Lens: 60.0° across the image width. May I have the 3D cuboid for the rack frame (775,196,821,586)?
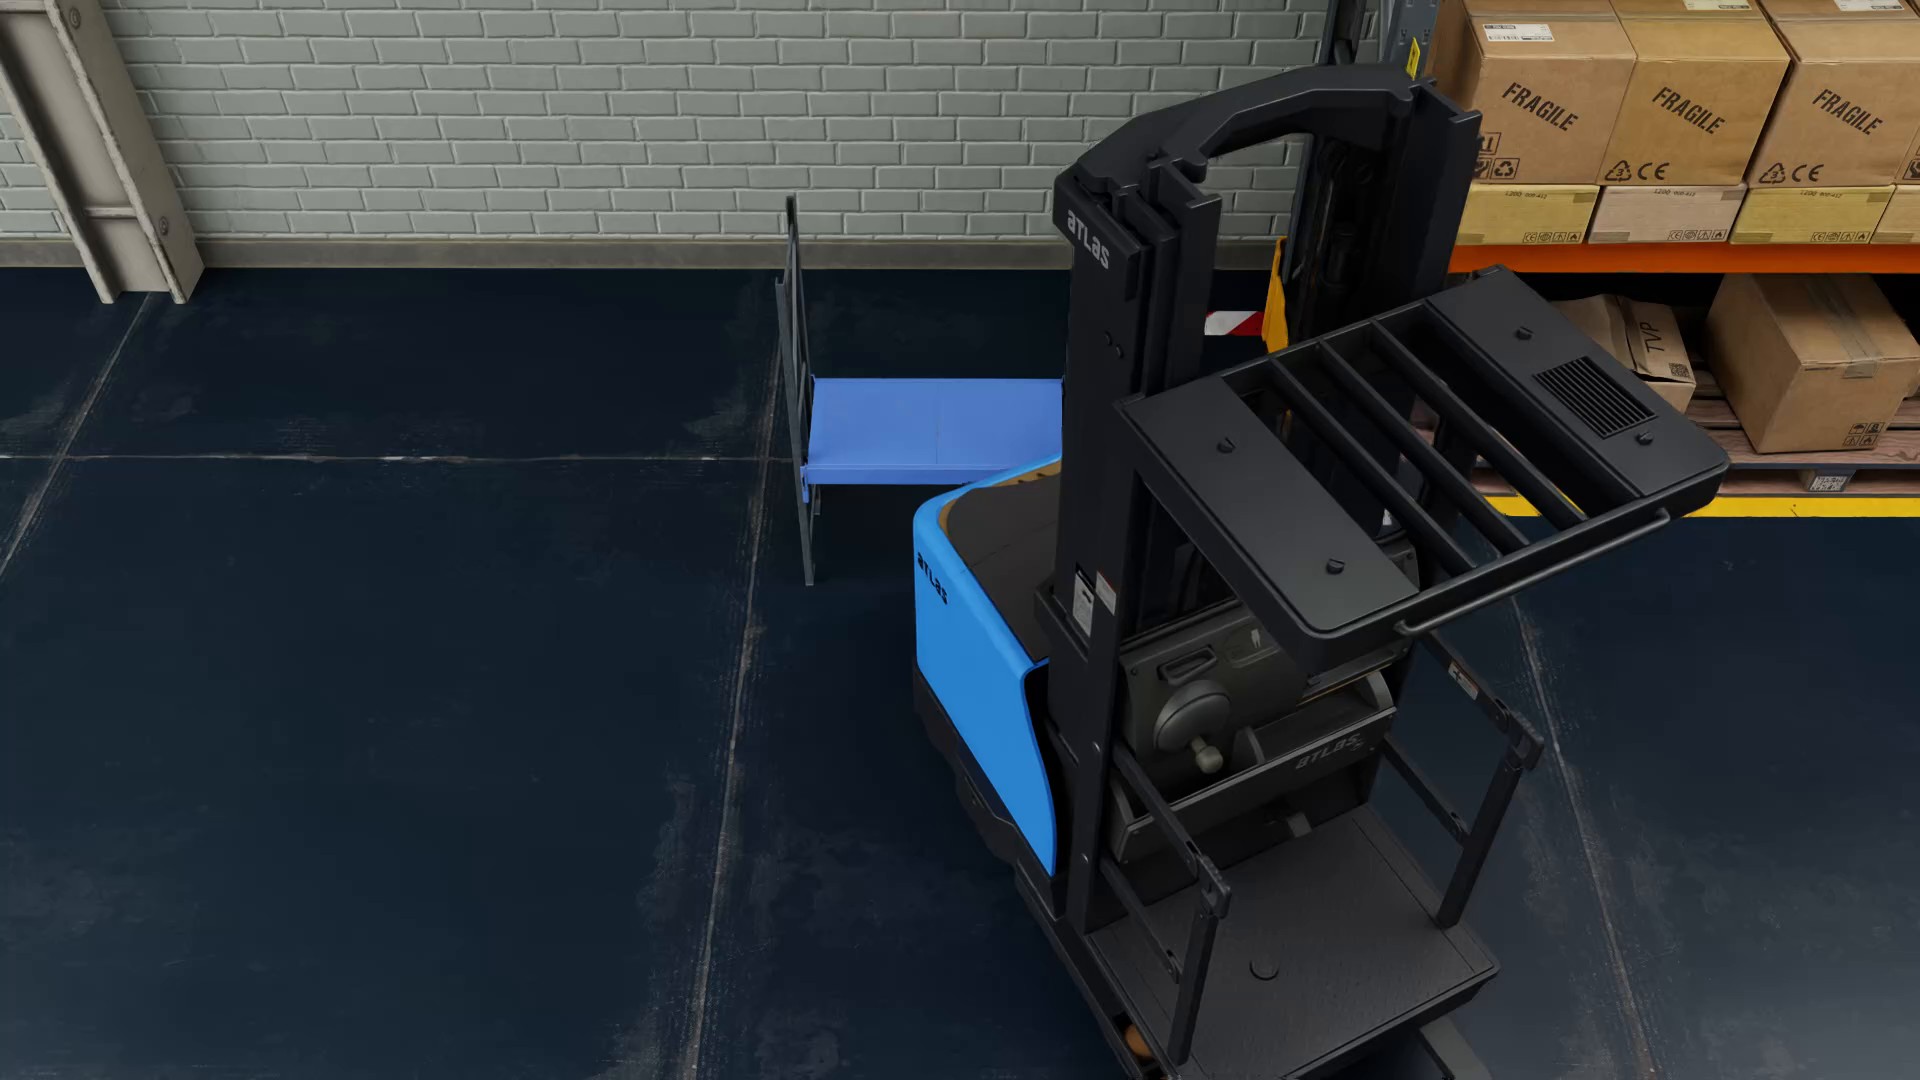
[{"bbox_3d":[-0.594,-0.513,6.203,0.032,1.500,0.500,0,47,0],"label":"rack frame"}]

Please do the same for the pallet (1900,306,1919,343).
[{"bbox_3d":[4.807,-0.610,7.173,1.213,0.211,1.003,0,47,0],"label":"pallet"}]

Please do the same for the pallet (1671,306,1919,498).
[{"bbox_3d":[3.584,-0.611,7.174,1.213,0.211,1.003,0,47,0],"label":"pallet"}]

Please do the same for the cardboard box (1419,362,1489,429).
[{"bbox_3d":[2.170,-0.761,6.945,0.500,0.311,0.500,-5,47,-4],"label":"cardboard box"}]

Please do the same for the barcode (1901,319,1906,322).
[{"bbox_3d":[4.009,-0.921,7.129,0.075,0.075,0.001,0,47,0],"label":"barcode"}]

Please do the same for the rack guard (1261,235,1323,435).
[{"bbox_3d":[1.555,-0.743,7.100,0.348,0.500,1.175,0,47,0],"label":"rack guard"}]

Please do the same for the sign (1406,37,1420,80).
[{"bbox_3d":[1.477,-1.493,5.499,0.005,0.325,0.100,0,47,0],"label":"sign"}]

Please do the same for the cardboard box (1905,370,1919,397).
[{"bbox_3d":[3.880,-0.781,7.075,0.250,0.149,0.380,-3,47,-3],"label":"cardboard box"}]

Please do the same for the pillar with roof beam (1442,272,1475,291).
[{"bbox_3d":[2.166,-1.119,1.644,0.400,9.000,9.100,0,47,0],"label":"pillar with roof beam"}]

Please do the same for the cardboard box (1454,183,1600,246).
[{"bbox_3d":[1.966,-1.317,6.015,0.500,0.250,0.500,-1,47,-1],"label":"cardboard box"}]

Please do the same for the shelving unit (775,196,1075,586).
[{"bbox_3d":[-0.085,-0.511,6.201,1.048,1.500,0.538,0,47,0],"label":"shelving unit"}]

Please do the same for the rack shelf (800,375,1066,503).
[{"bbox_3d":[-0.085,-0.389,6.333,1.000,0.185,0.538,0,47,0],"label":"rack shelf"}]

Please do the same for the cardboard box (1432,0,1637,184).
[{"bbox_3d":[1.955,-1.585,5.752,0.500,0.500,0.500,0,47,0],"label":"cardboard box"}]

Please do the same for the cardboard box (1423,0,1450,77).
[{"bbox_3d":[1.951,-1.960,6.102,0.500,0.500,0.500,0,47,0],"label":"cardboard box"}]

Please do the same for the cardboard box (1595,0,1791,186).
[{"bbox_3d":[2.449,-1.576,5.744,0.500,0.500,0.500,0,47,0],"label":"cardboard box"}]

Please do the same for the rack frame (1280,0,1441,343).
[{"bbox_3d":[1.479,-1.595,6.185,0.127,3.000,1.000,0,47,0],"label":"rack frame"}]

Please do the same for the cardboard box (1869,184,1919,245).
[{"bbox_3d":[3.500,-1.317,6.015,0.500,0.250,0.500,1,47,1],"label":"cardboard box"}]

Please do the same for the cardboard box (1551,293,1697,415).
[{"bbox_3d":[2.741,-0.759,6.944,0.500,0.311,0.500,4,47,3],"label":"cardboard box"}]

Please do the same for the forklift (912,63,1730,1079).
[{"bbox_3d":[0.952,0.417,4.359,1.130,2.935,3.031,-21,50,-18],"label":"forklift"}]

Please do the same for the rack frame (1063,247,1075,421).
[{"bbox_3d":[0.423,-0.510,6.200,0.032,1.500,0.500,0,47,0],"label":"rack frame"}]

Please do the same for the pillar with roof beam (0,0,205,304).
[{"bbox_3d":[-3.834,-1.135,1.659,0.400,9.000,9.100,0,47,0],"label":"pillar with roof beam"}]

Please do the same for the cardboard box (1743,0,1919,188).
[{"bbox_3d":[2.966,-1.570,5.739,0.500,0.500,0.500,-1,47,-1],"label":"cardboard box"}]

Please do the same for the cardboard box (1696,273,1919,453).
[{"bbox_3d":[3.474,-0.785,6.839,0.500,0.500,0.700,-3,47,-2],"label":"cardboard box"}]

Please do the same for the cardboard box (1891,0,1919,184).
[{"bbox_3d":[3.482,-1.577,5.745,0.500,0.500,0.500,1,47,1],"label":"cardboard box"}]

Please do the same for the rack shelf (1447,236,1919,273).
[{"bbox_3d":[3.479,-1.344,6.443,4.000,0.370,1.077,0,47,0],"label":"rack shelf"}]

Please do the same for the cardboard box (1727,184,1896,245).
[{"bbox_3d":[2.994,-1.320,6.018,0.500,0.250,0.500,-1,47,0],"label":"cardboard box"}]

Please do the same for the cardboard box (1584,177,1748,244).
[{"bbox_3d":[2.485,-1.326,6.024,0.500,0.250,0.500,-1,47,-1],"label":"cardboard box"}]

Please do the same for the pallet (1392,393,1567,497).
[{"bbox_3d":[2.367,-0.616,7.179,1.213,0.211,1.003,0,47,0],"label":"pallet"}]
